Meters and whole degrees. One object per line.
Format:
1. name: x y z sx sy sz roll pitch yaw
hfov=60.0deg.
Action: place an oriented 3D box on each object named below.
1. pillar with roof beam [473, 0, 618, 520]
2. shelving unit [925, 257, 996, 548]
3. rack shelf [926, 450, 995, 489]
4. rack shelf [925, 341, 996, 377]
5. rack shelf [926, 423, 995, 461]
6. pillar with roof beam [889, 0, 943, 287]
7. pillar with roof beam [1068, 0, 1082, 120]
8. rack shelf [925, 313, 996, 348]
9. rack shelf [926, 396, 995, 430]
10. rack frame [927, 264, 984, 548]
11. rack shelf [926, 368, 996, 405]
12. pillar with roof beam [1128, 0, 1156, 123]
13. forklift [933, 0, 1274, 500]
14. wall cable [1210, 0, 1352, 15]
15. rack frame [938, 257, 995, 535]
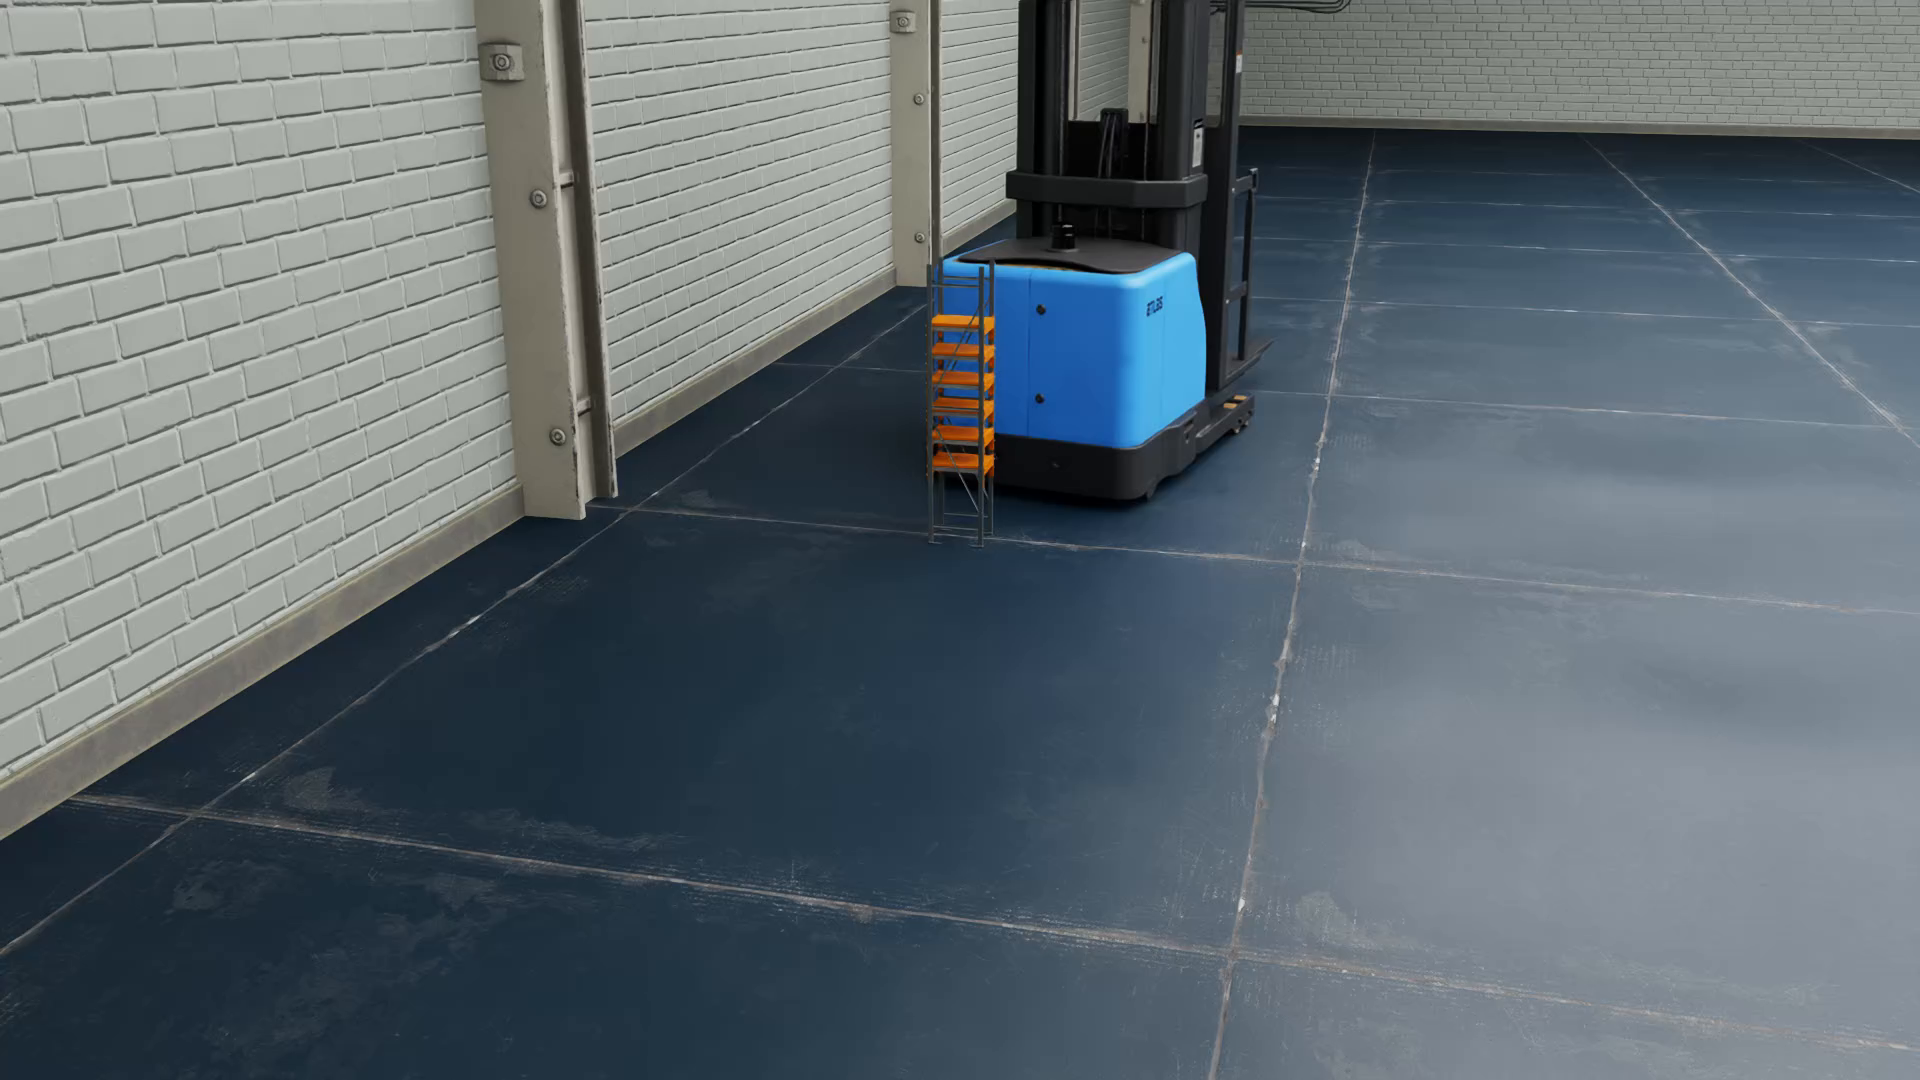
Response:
1. pillar with roof beam: 2.373 -4.082 5.218 9.100 9.000 0.400 5 19 13
2. shelving unit: 0.004 -0.572 7.007 0.258 1.200 0.189 5 19 13
3. rack shelf: 0.004 -0.303 7.099 0.258 0.103 0.180 5 19 13
4. rack shelf: 0.004 -0.757 6.944 0.258 0.103 0.180 5 19 13
5. rack shelf: 0.004 -0.417 7.060 0.258 0.103 0.180 5 19 13
6. pillar with roof beam: 3.839 -5.963 10.723 9.100 9.000 0.400 5 19 13
7. pillar with roof beam: 5.305 -7.844 16.229 9.100 9.000 0.400 5 19 13
8. rack shelf: 0.004 -0.871 6.905 0.258 0.103 0.180 5 19 13
9. rack shelf: 0.004 -0.530 7.021 0.258 0.103 0.180 5 19 13
10. rack frame: -0.019 -0.544 6.923 0.240 1.200 0.006 5 19 13
11. rack shelf: 0.004 -0.644 6.982 0.258 0.103 0.180 5 19 13
12. pillar with roof beam: 6.771 -9.724 21.735 9.100 9.000 0.400 5 19 13
13. forklift: 0.951 -2.002 8.515 1.130 2.935 3.031 9 21 24
14. wall cable: 4.599 -9.414 25.630 3.097 2.526 0.112 5 19 13
15. rack frame: 0.026 -0.601 7.091 0.240 1.200 0.006 5 19 13
